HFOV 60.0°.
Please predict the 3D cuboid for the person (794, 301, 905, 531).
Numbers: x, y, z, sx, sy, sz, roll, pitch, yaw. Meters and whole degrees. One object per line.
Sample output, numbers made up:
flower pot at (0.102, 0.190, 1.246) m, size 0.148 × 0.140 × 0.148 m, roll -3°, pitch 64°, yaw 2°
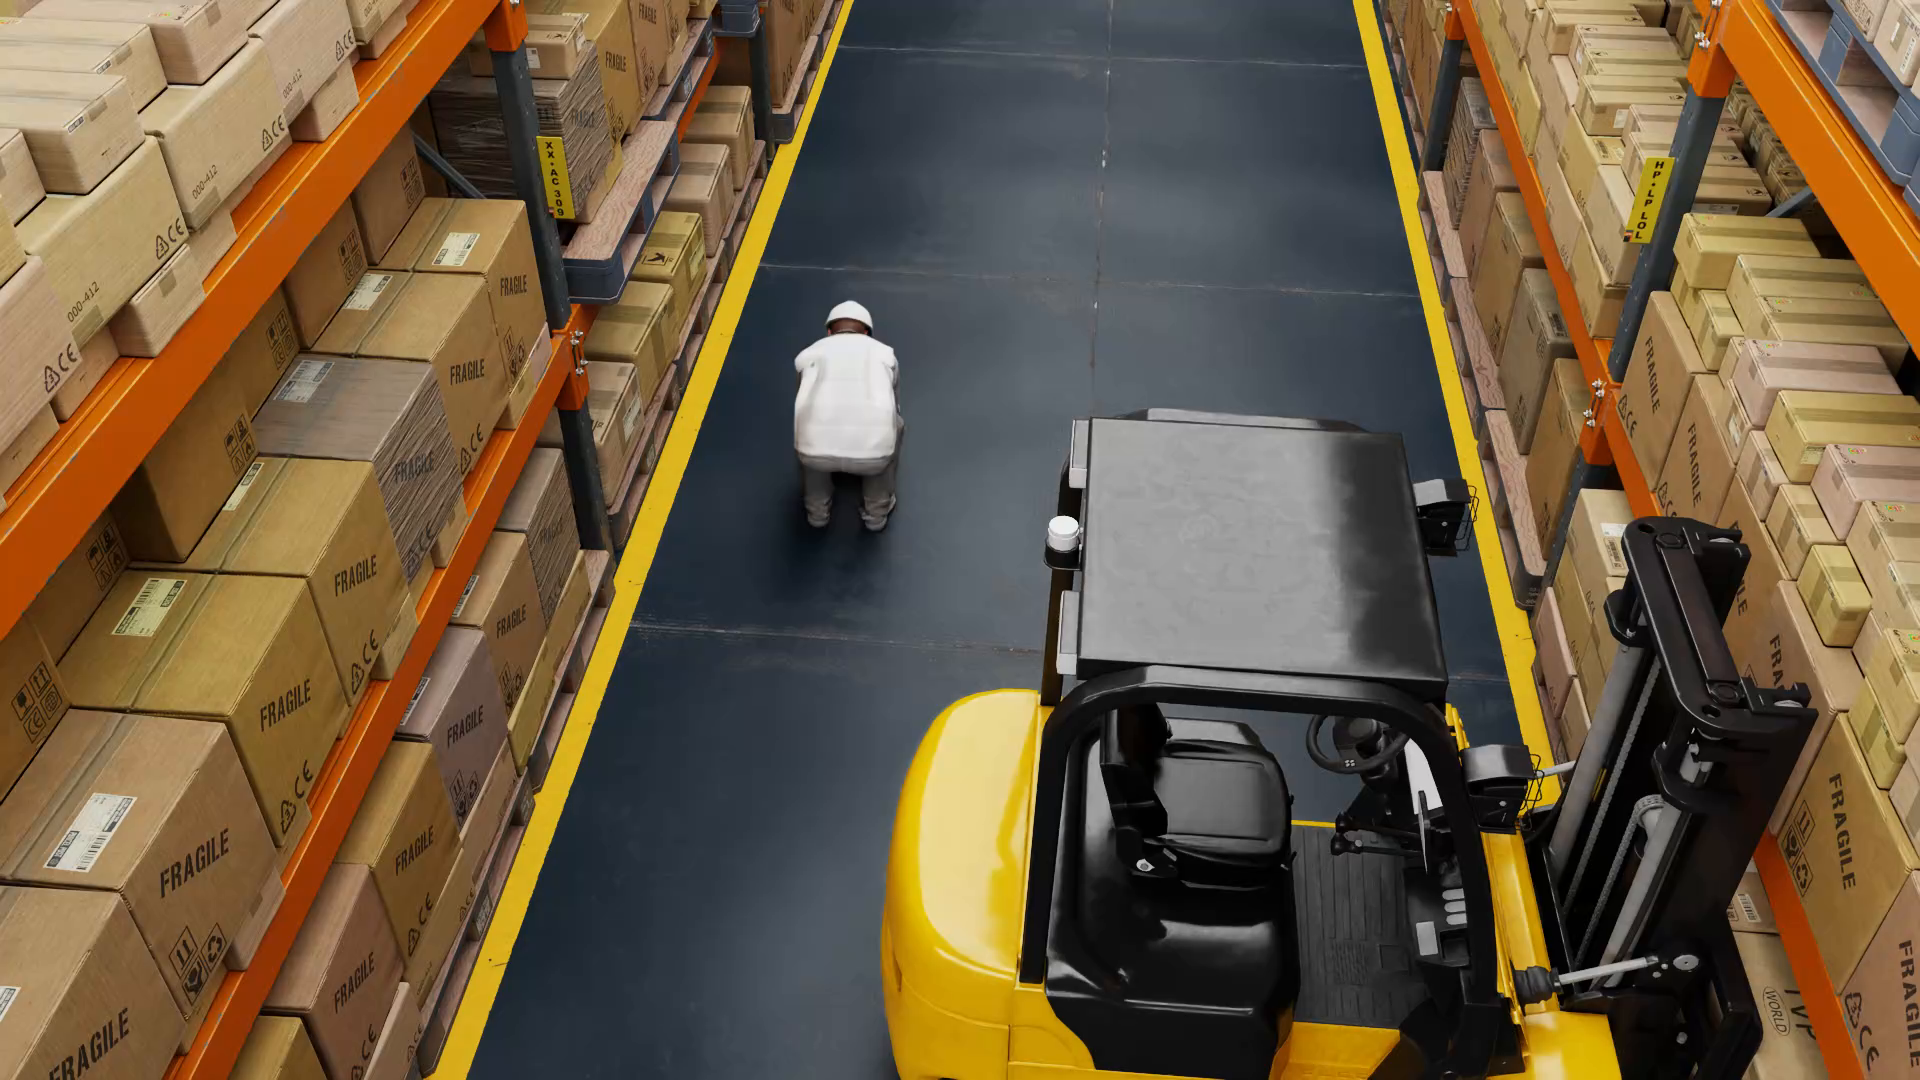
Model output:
person at (-0.504, -0.545, 7.581) m, size 0.506 × 0.795 × 0.994 m, roll 2°, pitch 40°, yaw 2°
